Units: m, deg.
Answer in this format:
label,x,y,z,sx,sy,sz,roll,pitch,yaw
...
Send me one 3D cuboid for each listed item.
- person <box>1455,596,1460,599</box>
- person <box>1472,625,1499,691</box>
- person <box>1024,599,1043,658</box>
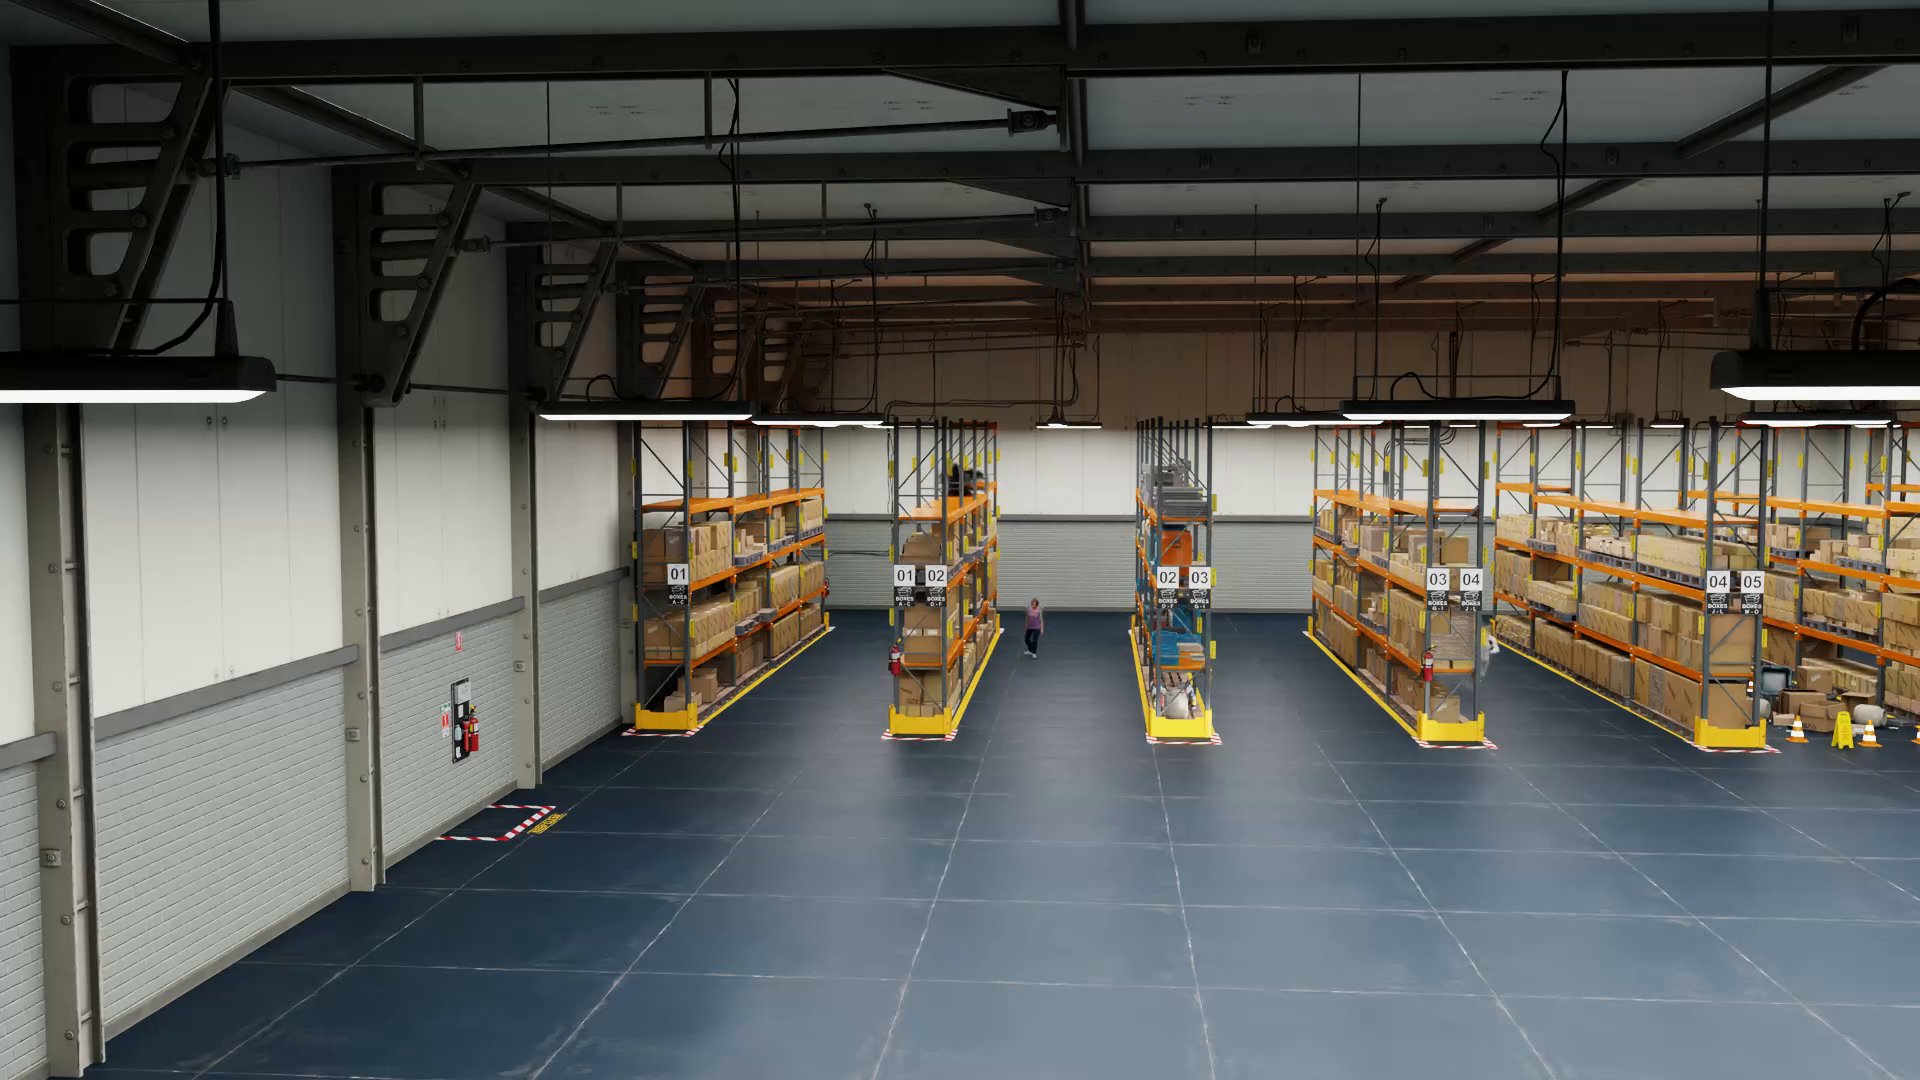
label,x,y,z,sx,sy,sz,roll,pitch,yaw
person,13.801,1.806,46.400,0.668,1.736,0.648,1,4,10
person,11.357,2.576,36.126,0.601,1.546,0.914,0,4,-3
person,1.861,2.217,42.003,0.673,1.522,0.571,2,4,27
